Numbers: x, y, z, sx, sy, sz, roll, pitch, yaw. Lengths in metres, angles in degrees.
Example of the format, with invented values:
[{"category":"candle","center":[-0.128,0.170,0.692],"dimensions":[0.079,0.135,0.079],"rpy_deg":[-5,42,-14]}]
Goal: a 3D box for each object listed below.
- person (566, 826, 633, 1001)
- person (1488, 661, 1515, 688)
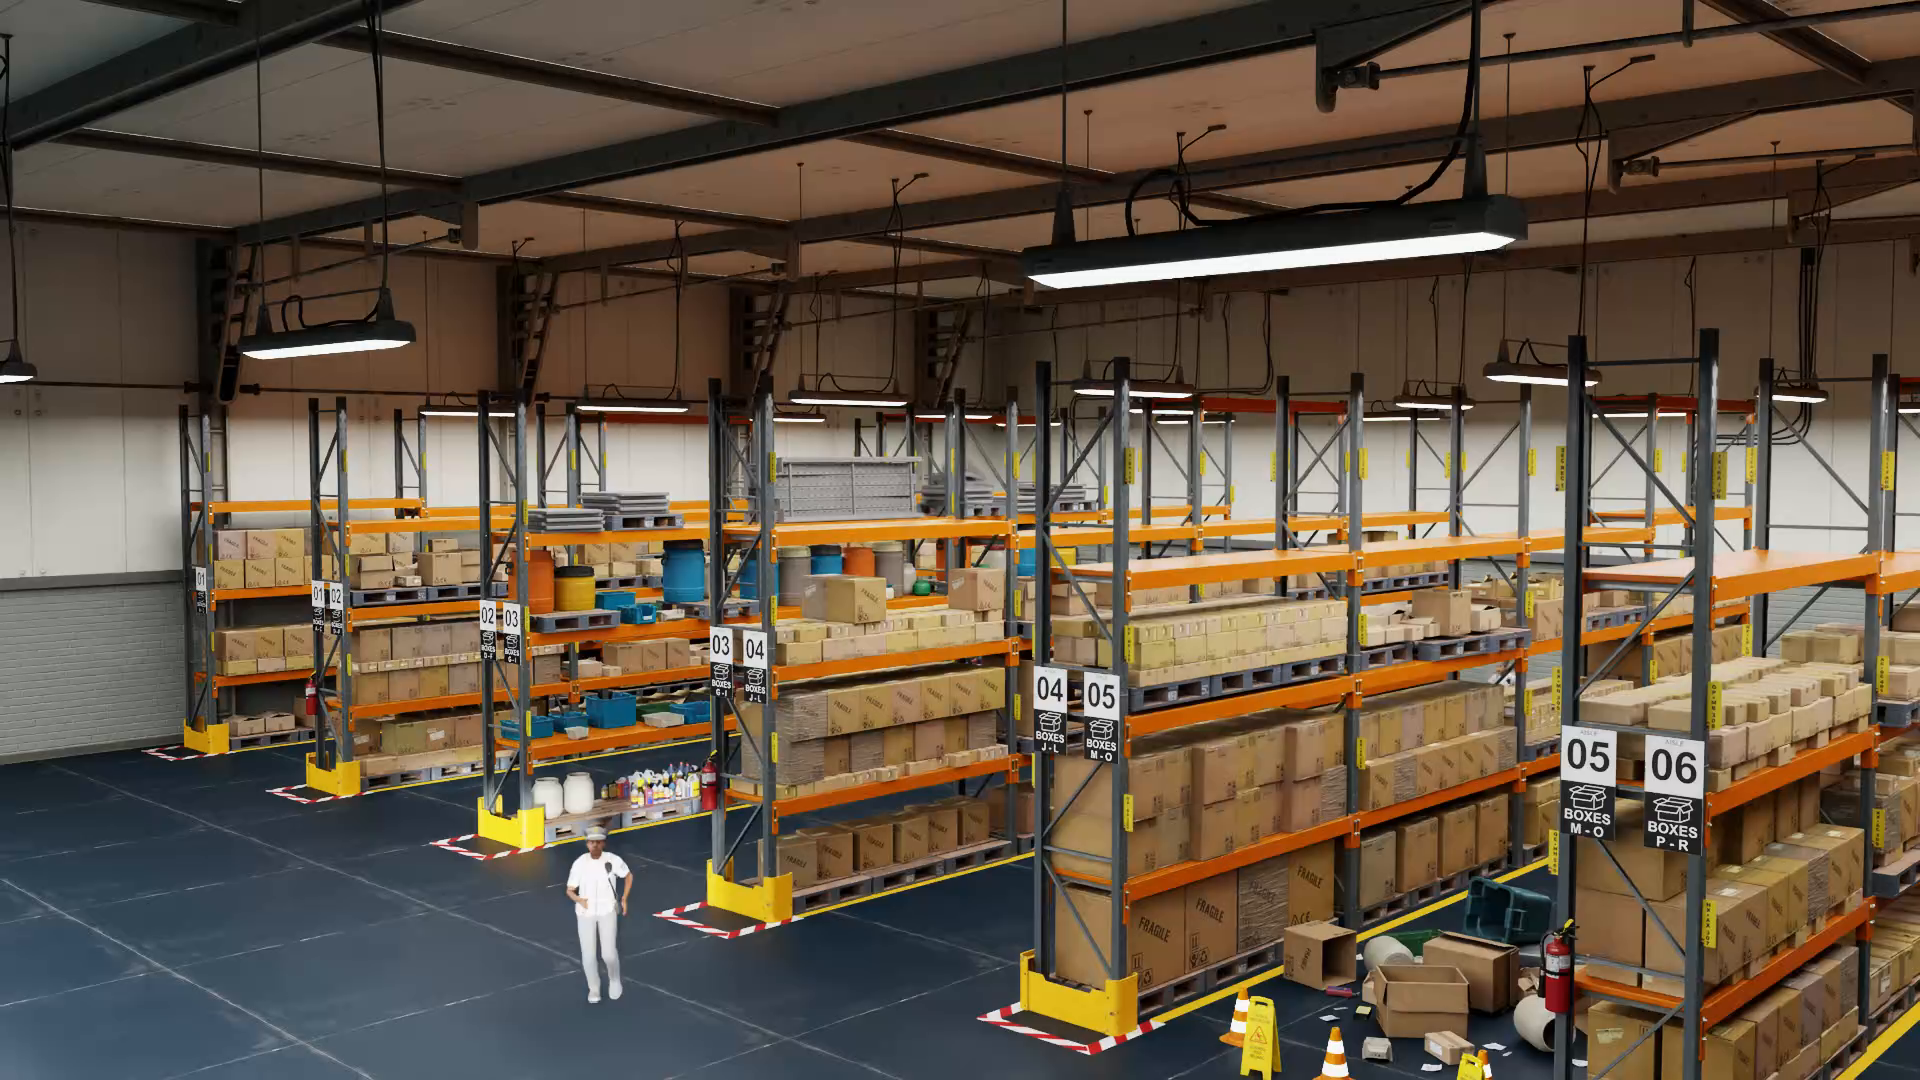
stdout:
[{"category":"person","center":[-3.375,3.505,15.529],"dimensions":[0.596,1.670,0.615],"rpy_deg":[0,3,-6]},{"category":"person","center":[9.302,2.838,28.457],"dimensions":[0.669,1.641,0.711],"rpy_deg":[2,3,27]}]
